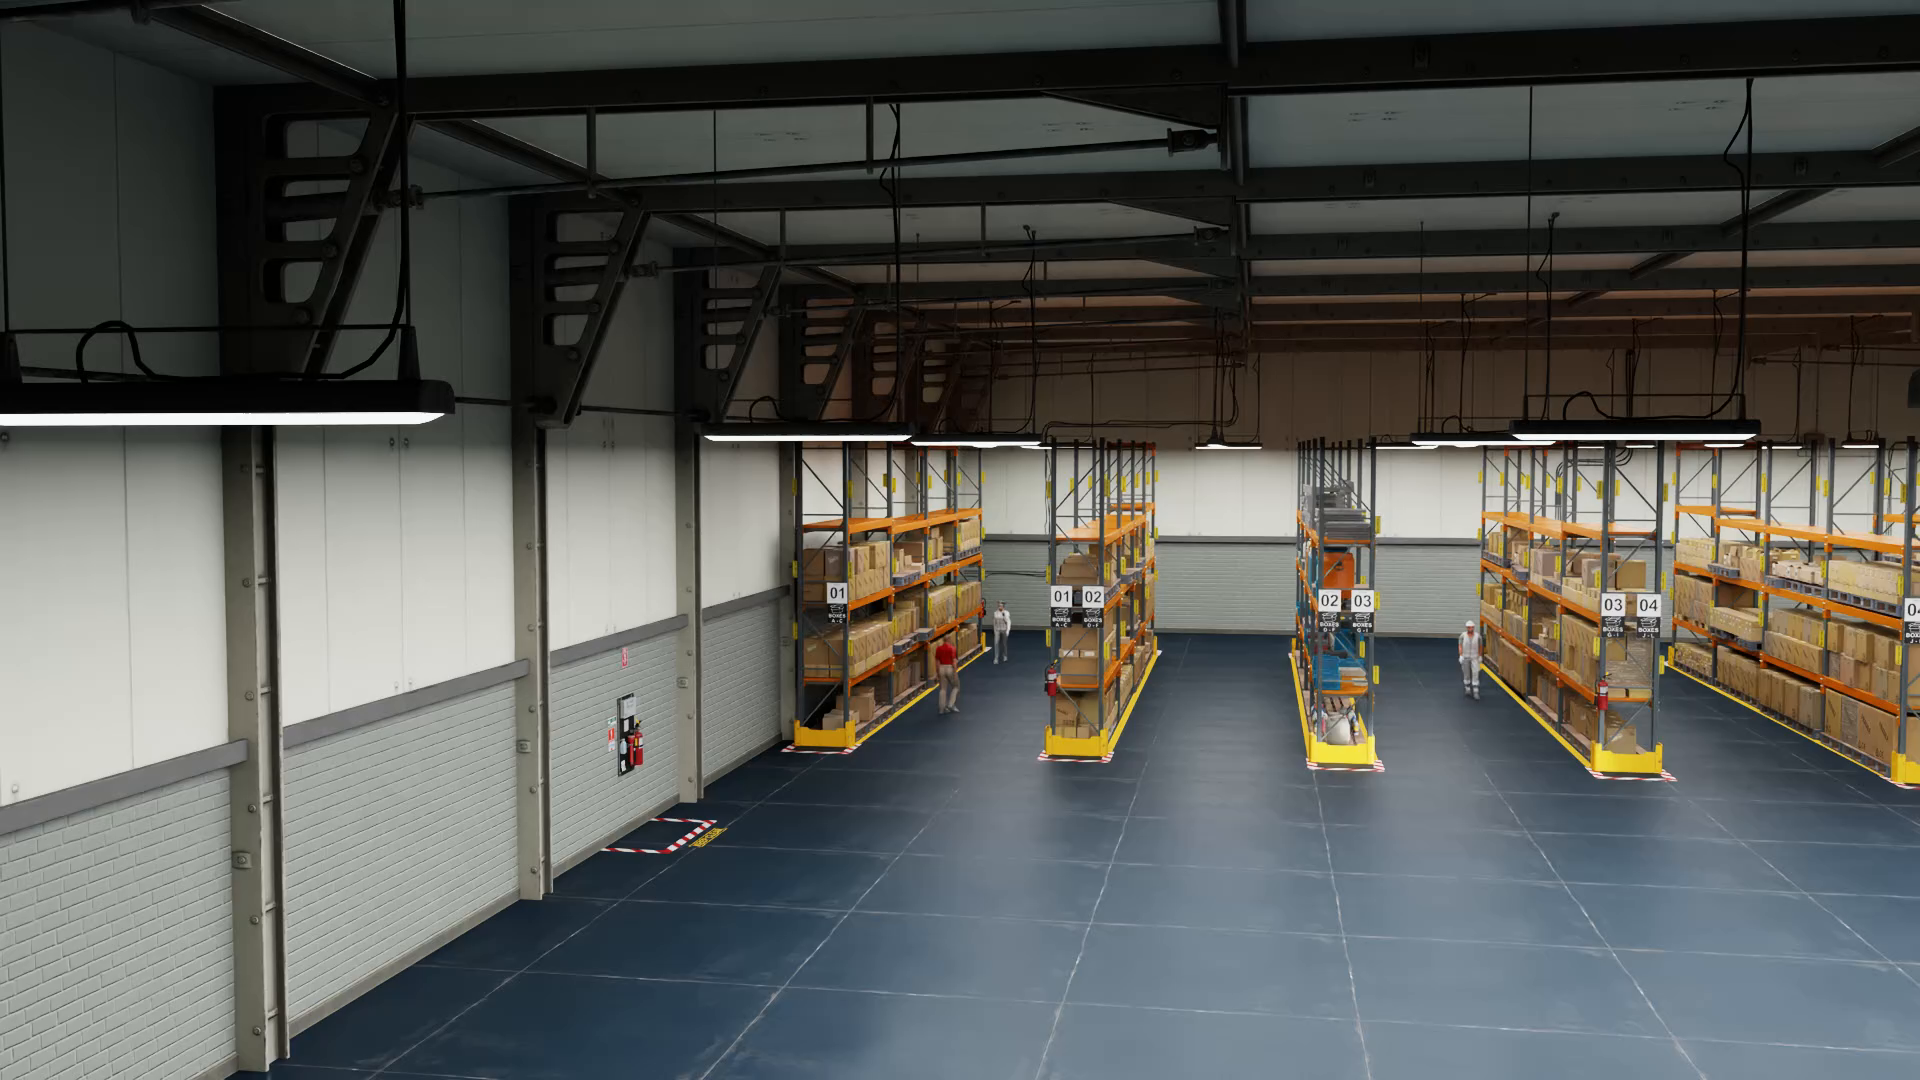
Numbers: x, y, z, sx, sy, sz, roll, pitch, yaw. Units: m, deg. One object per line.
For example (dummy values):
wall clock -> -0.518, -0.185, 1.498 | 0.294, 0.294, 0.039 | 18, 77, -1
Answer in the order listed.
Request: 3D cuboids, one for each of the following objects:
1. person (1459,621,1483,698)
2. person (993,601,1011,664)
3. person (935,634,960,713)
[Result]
person -> 11.926, 2.764, 38.851 | 0.544, 1.747, 0.902 | 1, 3, 21
person -> 1.128, 2.499, 45.282 | 0.535, 1.676, 0.661 | 1, 3, 19
person -> -0.290, 2.932, 36.454 | 0.574, 1.728, 0.523 | 1, 3, 24
